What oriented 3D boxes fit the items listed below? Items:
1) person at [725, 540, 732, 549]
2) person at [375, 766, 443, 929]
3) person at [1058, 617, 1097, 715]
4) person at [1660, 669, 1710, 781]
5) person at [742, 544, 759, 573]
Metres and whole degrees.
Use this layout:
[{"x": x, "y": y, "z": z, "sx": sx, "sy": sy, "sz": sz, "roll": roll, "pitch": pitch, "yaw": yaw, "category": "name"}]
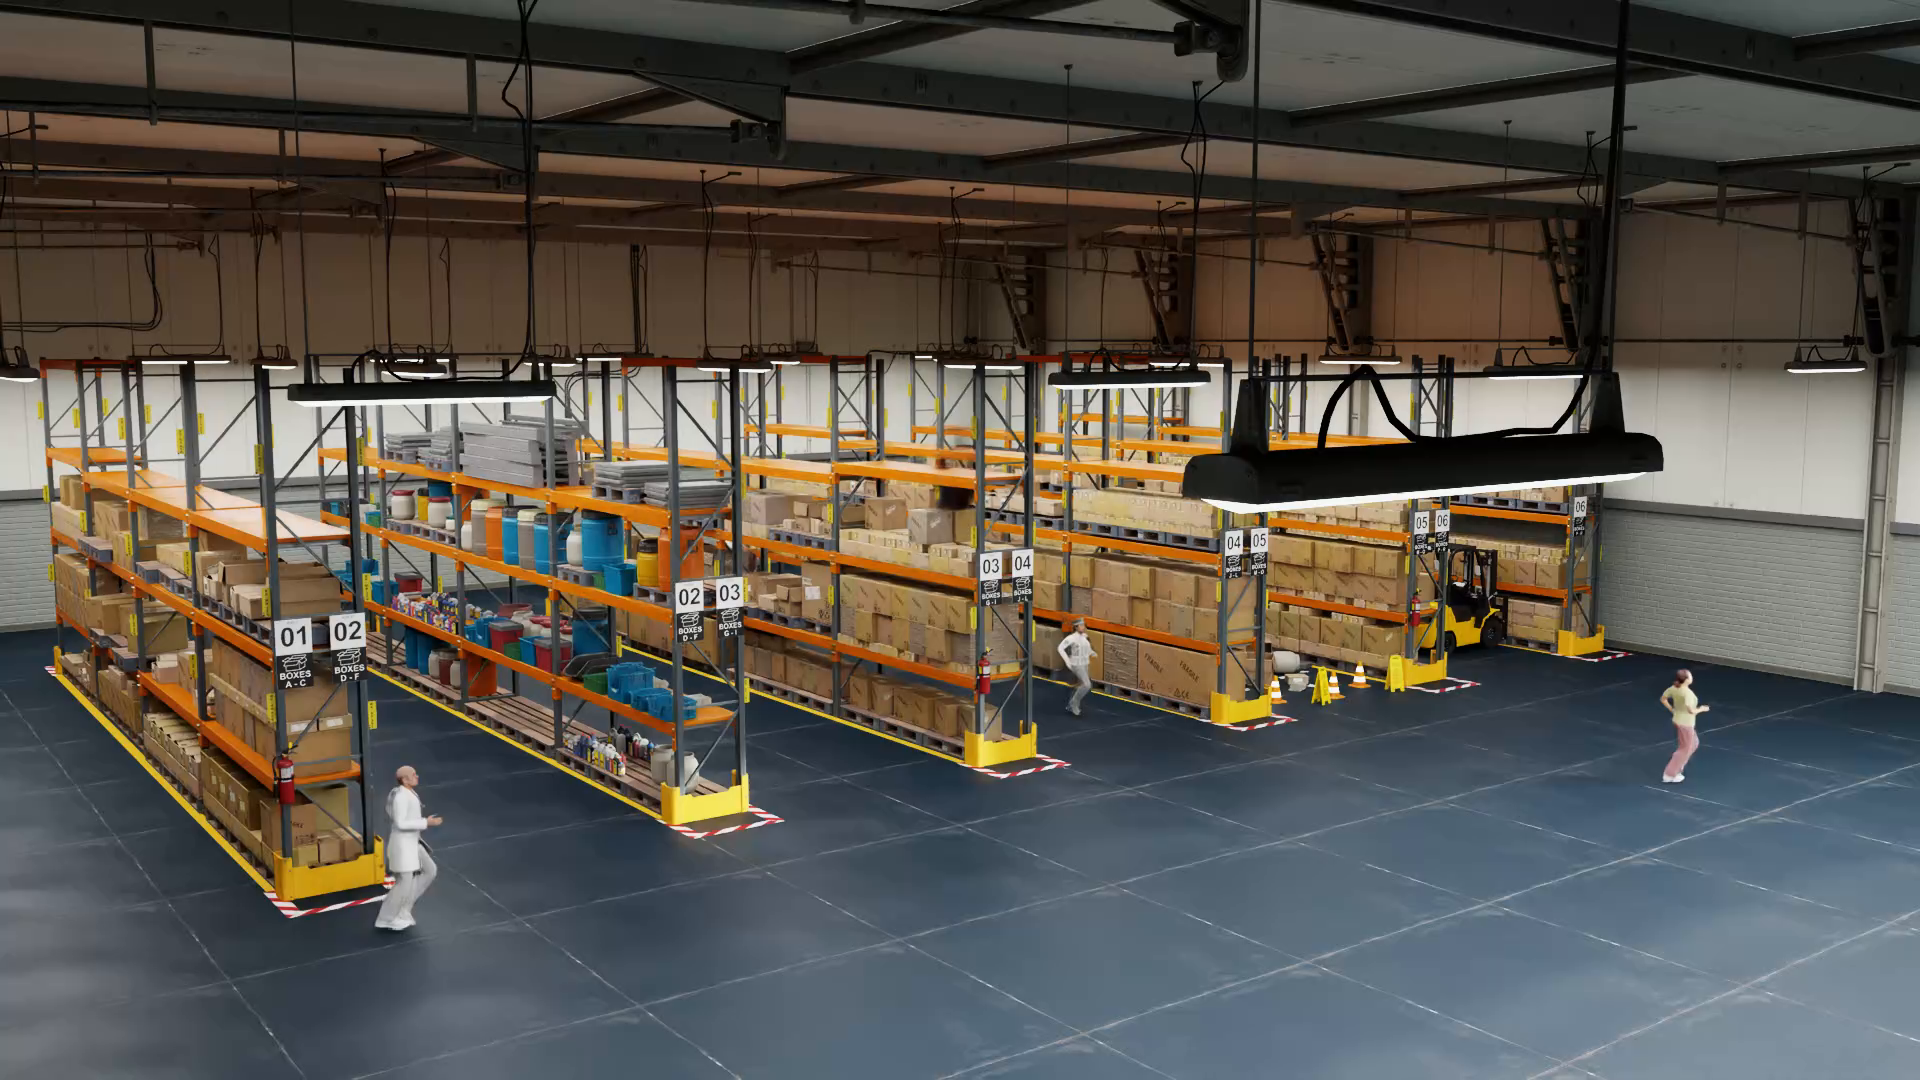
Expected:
[{"x": -5.895, "y": 0.578, "z": 41.079, "sx": 0.807, "sy": 1.638, "sz": 0.676, "roll": -7, "pitch": 10, "yaw": -44, "category": "person"}, {"x": -5.957, "y": 3.314, "z": 18.026, "sx": 0.742, "sy": 1.761, "sz": 0.701, "roll": -1, "pitch": 7, "yaw": -8, "category": "person"}, {"x": 2.042, "y": 2.125, "z": 28.063, "sx": 0.644, "sy": 1.670, "sz": 0.593, "roll": 6, "pitch": 9, "yaw": 40, "category": "person"}, {"x": 10.389, "y": 2.654, "z": 23.822, "sx": 0.595, "sy": 1.656, "sz": 0.562, "roll": 0, "pitch": 7, "yaw": -4, "category": "person"}, {"x": -4.898, "y": 0.923, "z": 37.781, "sx": 0.731, "sy": 1.839, "sz": 0.986, "roll": -3, "pitch": 8, "yaw": -26, "category": "person"}]
